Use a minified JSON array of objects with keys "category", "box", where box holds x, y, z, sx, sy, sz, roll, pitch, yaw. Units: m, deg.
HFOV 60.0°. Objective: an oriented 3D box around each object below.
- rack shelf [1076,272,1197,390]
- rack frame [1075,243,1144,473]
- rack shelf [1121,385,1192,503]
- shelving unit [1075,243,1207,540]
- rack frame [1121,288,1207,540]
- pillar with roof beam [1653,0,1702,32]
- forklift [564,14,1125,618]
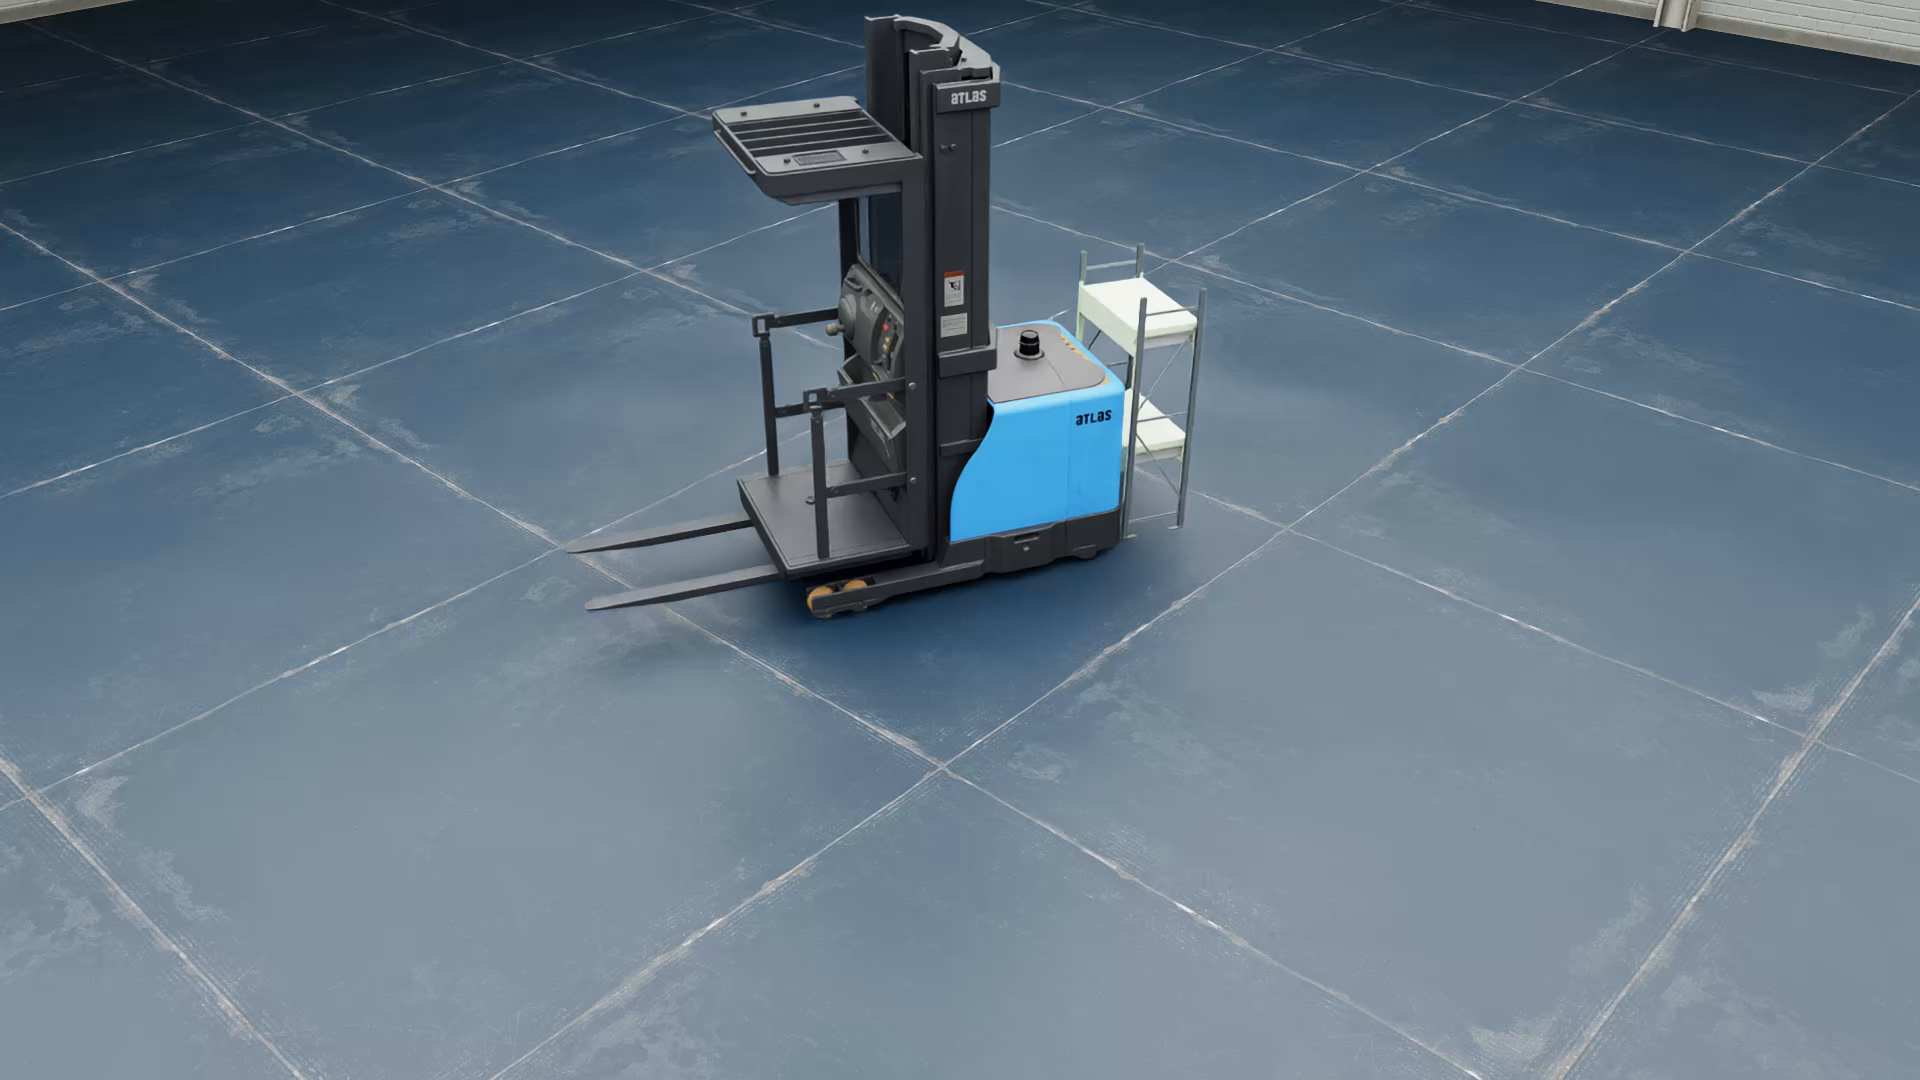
[{"category":"rack shelf","box":[1.010,-1.199,9.466,0.431,0.370,0.720,-11,33,-20]},{"category":"rack frame","box":[0.864,-1.037,9.954,0.400,1.500,0.023,-11,33,-20]},{"category":"rack shelf","box":[0.997,-0.582,9.830,0.431,0.370,0.720,-11,33,-20]},{"category":"shelving unit","box":[1.003,-0.863,9.664,0.431,1.500,0.755,-11,33,-20]},{"category":"rack frame","box":[1.143,-0.688,9.375,0.400,1.500,0.023,-11,33,-20]},{"category":"pillar with roof beam","box":[5.661,-8.356,14.850,0.400,9.000,9.100,25,39,35]},{"category":"forklift","box":[-0.655,-1.142,8.749,3.031,2.935,1.130,-11,33,-18]}]
